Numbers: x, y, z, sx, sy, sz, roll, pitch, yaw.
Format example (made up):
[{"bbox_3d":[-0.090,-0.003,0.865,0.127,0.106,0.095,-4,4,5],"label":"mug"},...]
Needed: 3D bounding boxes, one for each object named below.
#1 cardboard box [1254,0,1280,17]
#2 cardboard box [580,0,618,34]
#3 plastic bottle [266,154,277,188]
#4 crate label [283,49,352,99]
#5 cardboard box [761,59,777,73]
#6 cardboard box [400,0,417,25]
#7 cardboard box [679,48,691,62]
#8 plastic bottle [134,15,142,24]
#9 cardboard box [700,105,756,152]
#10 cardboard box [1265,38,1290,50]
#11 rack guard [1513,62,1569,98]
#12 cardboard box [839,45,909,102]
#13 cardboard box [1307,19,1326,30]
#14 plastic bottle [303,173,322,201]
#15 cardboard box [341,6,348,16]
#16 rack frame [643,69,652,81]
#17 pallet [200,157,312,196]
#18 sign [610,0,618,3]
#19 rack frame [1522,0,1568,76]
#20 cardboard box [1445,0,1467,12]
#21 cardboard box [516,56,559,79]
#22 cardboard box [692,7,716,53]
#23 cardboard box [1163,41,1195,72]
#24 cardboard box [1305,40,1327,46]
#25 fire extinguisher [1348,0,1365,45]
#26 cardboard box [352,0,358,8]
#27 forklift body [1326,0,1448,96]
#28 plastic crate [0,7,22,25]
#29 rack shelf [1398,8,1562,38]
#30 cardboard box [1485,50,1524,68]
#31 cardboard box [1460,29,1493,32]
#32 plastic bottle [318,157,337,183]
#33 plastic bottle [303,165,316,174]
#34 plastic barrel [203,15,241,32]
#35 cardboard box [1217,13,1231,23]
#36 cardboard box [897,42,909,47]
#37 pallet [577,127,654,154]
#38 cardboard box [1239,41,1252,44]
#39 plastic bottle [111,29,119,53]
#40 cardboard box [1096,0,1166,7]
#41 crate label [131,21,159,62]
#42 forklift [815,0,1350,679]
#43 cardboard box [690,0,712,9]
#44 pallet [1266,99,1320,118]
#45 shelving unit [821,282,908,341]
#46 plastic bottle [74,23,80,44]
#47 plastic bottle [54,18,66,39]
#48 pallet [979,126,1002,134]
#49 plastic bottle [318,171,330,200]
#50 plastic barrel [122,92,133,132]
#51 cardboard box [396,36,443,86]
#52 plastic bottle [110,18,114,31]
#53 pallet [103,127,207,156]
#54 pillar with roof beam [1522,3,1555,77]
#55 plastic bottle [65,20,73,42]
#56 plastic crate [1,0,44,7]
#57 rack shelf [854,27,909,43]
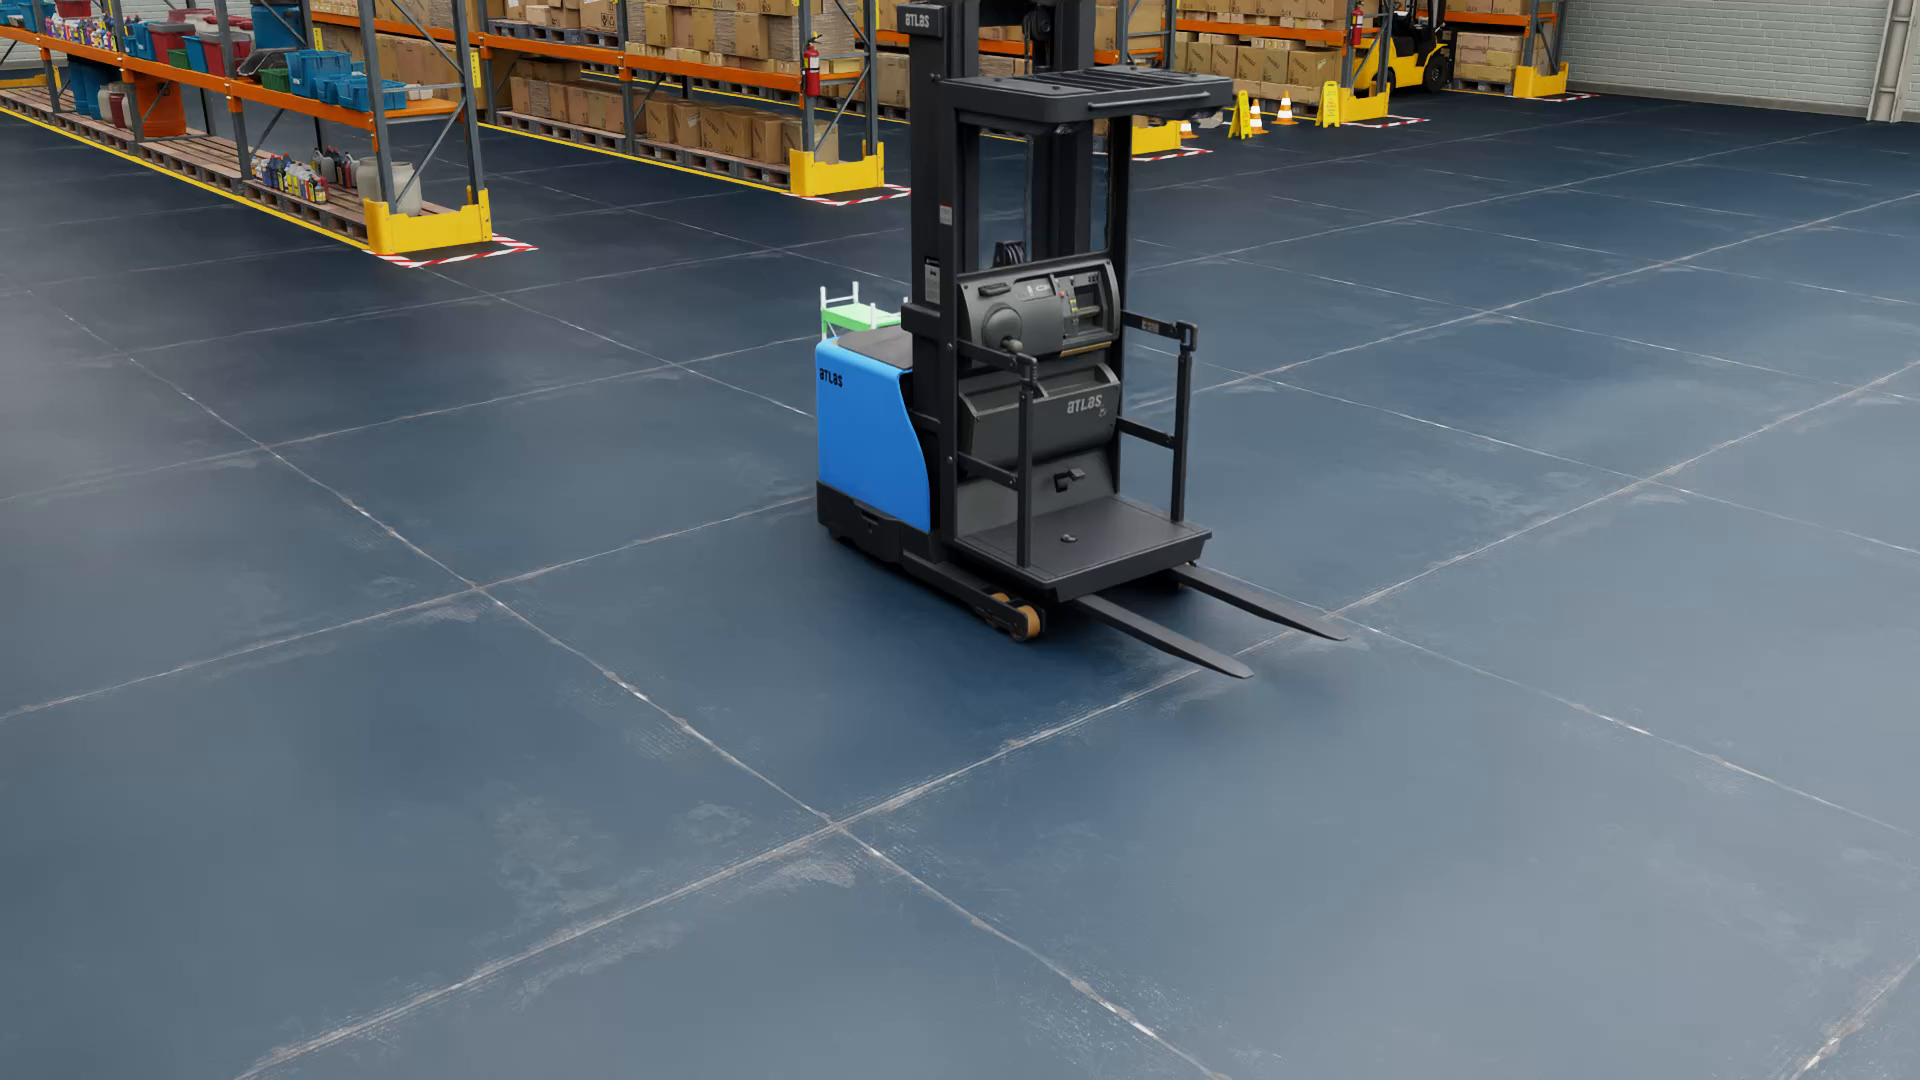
[{"bbox_3d":[4.919,-8.388,25.741,0.500,0.500,0.500,-18,27,-38],"label":"cardboard box"},{"bbox_3d":[-4.401,-7.313,22.145,1.000,1.000,1.000,-17,27,-37],"label":"cardboard box"},{"bbox_3d":[-7.529,-4.056,18.256,0.144,0.351,0.185,-17,27,-36],"label":"plastic bottle"},{"bbox_3d":[-6.536,-4.762,16.981,0.502,0.435,0.616,-17,27,-37],"label":"crate label"},{"bbox_3d":[-2.085,-5.519,19.307,0.380,0.149,0.250,-17,27,-37],"label":"cardboard box"},{"bbox_3d":[-8.445,-8.379,26.126,0.500,0.500,0.500,-18,28,-39],"label":"cardboard box"},{"bbox_3d":[-3.242,-5.998,20.530,0.380,0.149,0.250,-17,27,-37],"label":"cardboard box"},{"bbox_3d":[-11.396,-7.114,23.101,0.144,0.351,0.185,-17,27,-37],"label":"plastic bottle"},{"bbox_3d":[-2.914,-5.188,20.968,0.500,0.500,0.500,19,29,40],"label":"cardboard box"},{"bbox_3d":[4.957,-7.721,25.861,0.380,0.149,0.250,-17,27,-37],"label":"cardboard box"},{"bbox_3d":[9.903,-7.852,28.345,1.175,0.500,0.348,-17,27,-37],"label":"rack guard"},{"bbox_3d":[-1.266,-7.304,26.028,1.050,0.750,0.750,-17,27,-37],"label":"cardboard box"},{"bbox_3d":[5.474,-7.819,25.178,0.380,0.149,0.250,-18,28,-38],"label":"cardboard box"},{"bbox_3d":[-6.805,-3.717,17.493,0.152,0.276,0.135,-17,27,-37],"label":"plastic bottle"},{"bbox_3d":[-10.162,-8.898,27.934,0.380,0.149,0.250,-17,27,-36],"label":"cardboard box"},{"bbox_3d":[-5.387,-9.949,30.272,1.000,3.000,0.127,-17,27,-37],"label":"rack frame"},{"bbox_3d":[-8.283,-4.316,19.714,1.003,0.211,1.213,-17,27,-37],"label":"pallet"},{"bbox_3d":[-4.407,-6.992,21.134,0.100,0.325,0.005,-17,27,-37],"label":"sign"},{"bbox_3d":[9.888,-9.022,27.906,1.000,3.000,0.127,-17,27,-37],"label":"rack frame"},{"bbox_3d":[8.701,-9.429,28.809,0.500,0.500,0.500,-18,28,-38],"label":"cardboard box"},{"bbox_3d":[-6.140,-6.903,24.291,0.500,0.250,0.500,-16,27,-35],"label":"cardboard box"},{"bbox_3d":[-2.745,-6.223,20.214,0.875,0.500,0.500,-17,27,-37],"label":"cardboard box"},{"bbox_3d":[3.699,-7.982,27.416,0.500,0.500,0.500,-16,26,-35],"label":"cardboard box"},{"bbox_3d":[6.927,-9.359,31.446,0.875,0.625,0.625,-16,26,-35],"label":"cardboard box"},{"bbox_3d":[5.855,-7.662,24.540,0.296,0.674,0.183,-17,27,-37],"label":"fire extinguisher"},{"bbox_3d":[-9.698,-8.924,27.453,0.500,0.250,0.500,-18,28,-38],"label":"cardboard box"},{"bbox_3d":[7.268,-8.717,28.290,2.313,2.155,1.214,-17,27,-37],"label":"forklift body"},{"bbox_3d":[-14.607,-8.079,25.644,0.416,0.233,0.300,-17,27,-37],"label":"plastic crate"},{"bbox_3d":[8.582,-9.240,29.448,1.077,0.370,4.000,-17,27,-37],"label":"rack shelf"},{"bbox_3d":[9.333,-8.230,28.393,0.500,0.250,0.500,-18,28,-38],"label":"cardboard box"},{"bbox_3d":[9.070,-8.859,29.313,0.500,0.250,0.500,-18,27,-38],"label":"cardboard box"},{"bbox_3d":[-7.073,-4.139,18.569,0.152,0.276,0.135,-17,27,-37],"label":"plastic bottle"},{"bbox_3d":[-7.032,-3.894,17.945,0.152,0.276,0.135,-17,27,-37],"label":"plastic bottle"},{"bbox_3d":[-8.961,-6.109,20.281,0.433,0.535,0.433,0,21,0],"label":"plastic barrel"},{"bbox_3d":[4.309,-8.309,26.429,0.380,0.149,0.250,-17,27,-37],"label":"cardboard box"},{"bbox_3d":[-0.643,-9.961,32.641,0.875,0.875,0.875,-16,27,-36],"label":"cardboard box"},{"bbox_3d":[-4.498,-5.502,22.742,1.003,0.211,1.213,-17,27,-37],"label":"pallet"},{"bbox_3d":[4.775,-7.829,27.025,0.500,0.500,0.500,-16,26,-35],"label":"cardboard box"},{"bbox_3d":[-10.939,-6.468,21.544,0.061,0.283,0.133,-17,27,-37],"label":"plastic bottle"},{"bbox_3d":[2.233,-7.318,21.868,0.875,0.550,0.550,-17,27,-37],"label":"cardboard box"},{"bbox_3d":[-9.909,-6.189,20.625,0.502,0.435,0.616,-17,27,-37],"label":"crate label"},{"bbox_3d":[0.522,-1.095,7.760,1.130,2.935,3.031,-16,26,-35],"label":"forklift"},{"bbox_3d":[-2.899,-6.640,19.908,0.500,0.500,0.500,-17,27,-37],"label":"cardboard box"},{"bbox_3d":[5.577,-6.795,26.044,1.003,0.211,1.213,-17,27,-37],"label":"pallet"},{"bbox_3d":[-0.532,-0.809,9.405,0.258,1.200,0.503,-16,26,-35],"label":"shelving unit"},{"bbox_3d":[-12.075,-6.953,22.800,0.097,0.271,0.097,0,21,0],"label":"plastic bottle"},{"bbox_3d":[-12.711,-7.239,23.524,0.152,0.276,0.135,-17,27,-37],"label":"plastic bottle"},{"bbox_3d":[0.272,-6.211,24.553,1.003,0.211,1.213,-17,27,-37],"label":"pallet"},{"bbox_3d":[-6.725,-3.746,17.557,0.061,0.283,0.133,-17,27,-37],"label":"plastic bottle"},{"bbox_3d":[-11.121,-5.815,22.552,0.421,0.512,0.421,0,21,0],"label":"plastic barrel"},{"bbox_3d":[-8.194,-7.583,26.570,1.225,0.875,0.875,-19,28,-39],"label":"cardboard box"},{"bbox_3d":[-11.976,-7.250,23.558,0.097,0.271,0.097,0,21,0],"label":"plastic bottle"},{"bbox_3d":[-10.898,-5.421,22.536,1.003,0.211,1.213,-17,27,-37],"label":"pallet"},{"bbox_3d":[6.855,-11.198,25.235,9.100,9.000,0.400,-17,27,-37],"label":"pillar with roof beam"},{"bbox_3d":[-12.345,-7.085,23.129,0.152,0.276,0.135,-17,27,-37],"label":"plastic bottle"},{"bbox_3d":[-15.214,-8.718,27.000,0.616,0.435,0.499,-17,27,-37],"label":"plastic crate"},{"bbox_3d":[-1.471,-7.956,26.171,1.077,0.370,4.000,-17,27,-37],"label":"rack shelf"}]
